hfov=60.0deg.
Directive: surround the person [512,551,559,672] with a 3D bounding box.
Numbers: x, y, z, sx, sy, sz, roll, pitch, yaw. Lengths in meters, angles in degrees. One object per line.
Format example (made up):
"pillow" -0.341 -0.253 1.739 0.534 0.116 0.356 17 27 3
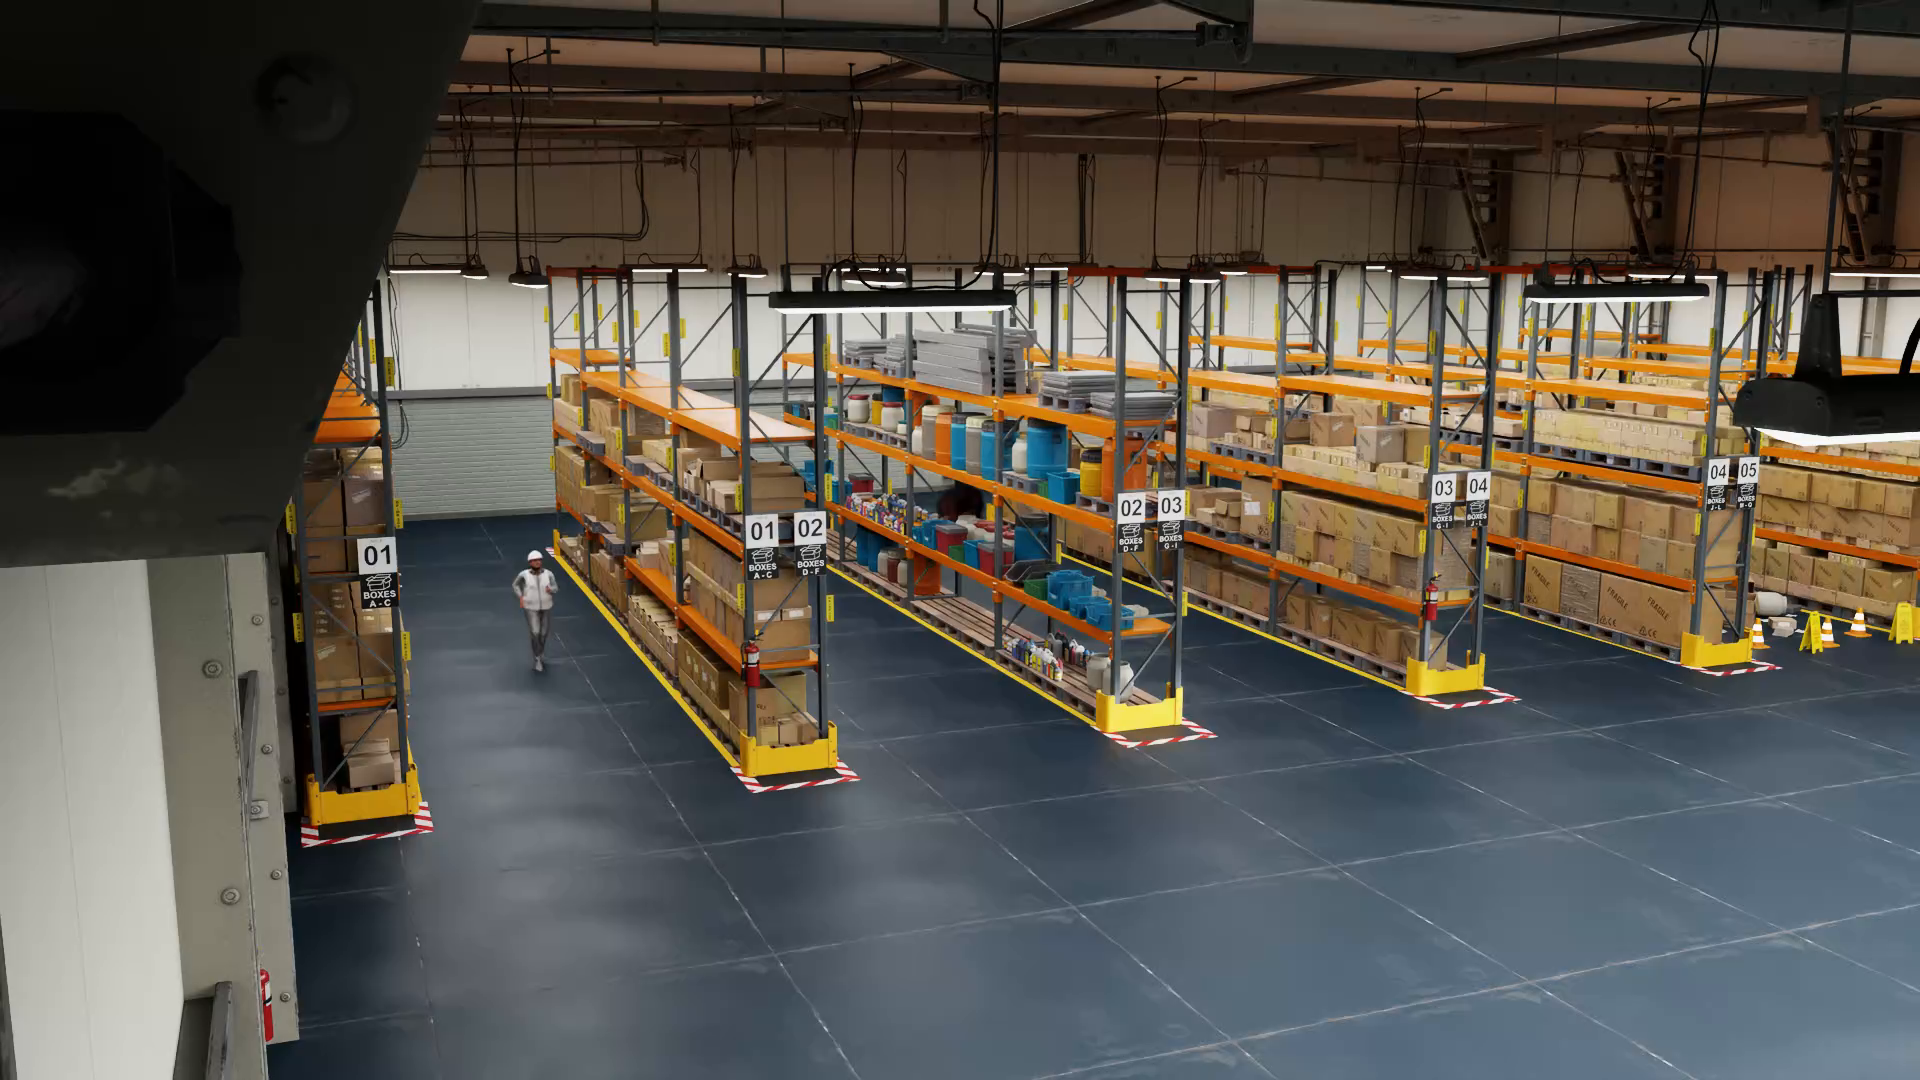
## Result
"person" -6.458 1.065 25.435 0.643 1.827 0.737 -5 11 -29
